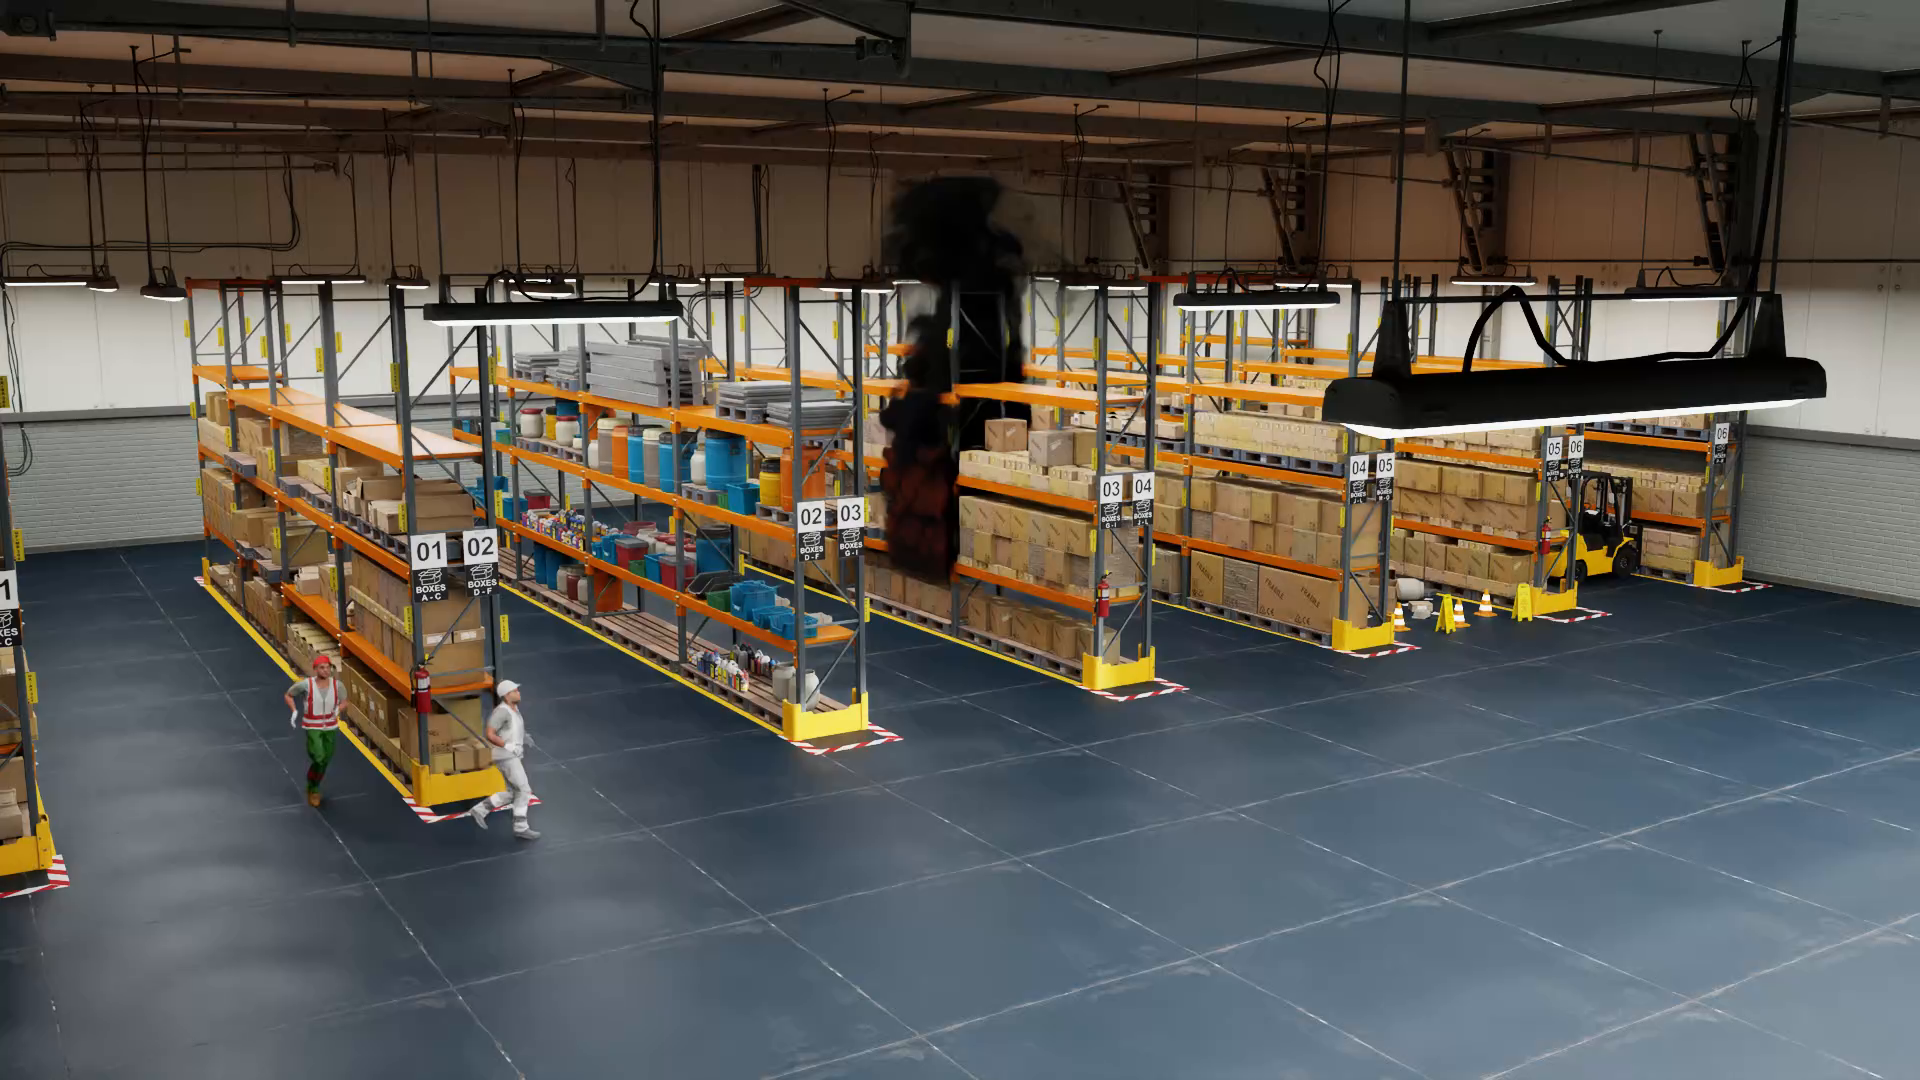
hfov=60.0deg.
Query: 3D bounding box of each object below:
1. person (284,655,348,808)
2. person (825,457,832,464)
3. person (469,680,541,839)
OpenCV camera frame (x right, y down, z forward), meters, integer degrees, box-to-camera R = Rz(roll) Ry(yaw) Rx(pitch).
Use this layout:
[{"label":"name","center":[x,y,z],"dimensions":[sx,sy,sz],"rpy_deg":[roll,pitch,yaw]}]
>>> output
[{"label":"person","center":[-7.487,2.225,19.514],"dimensions":[0.646,1.778,0.702],"rpy_deg":[-8,13,-41]},{"label":"person","center":[-3.314,-1.349,41.353],"dimensions":[0.754,1.687,0.656],"rpy_deg":[6,11,32]},{"label":"person","center":[-5.056,2.419,18.472],"dimensions":[0.794,1.744,0.704],"rpy_deg":[0,10,-1]}]
